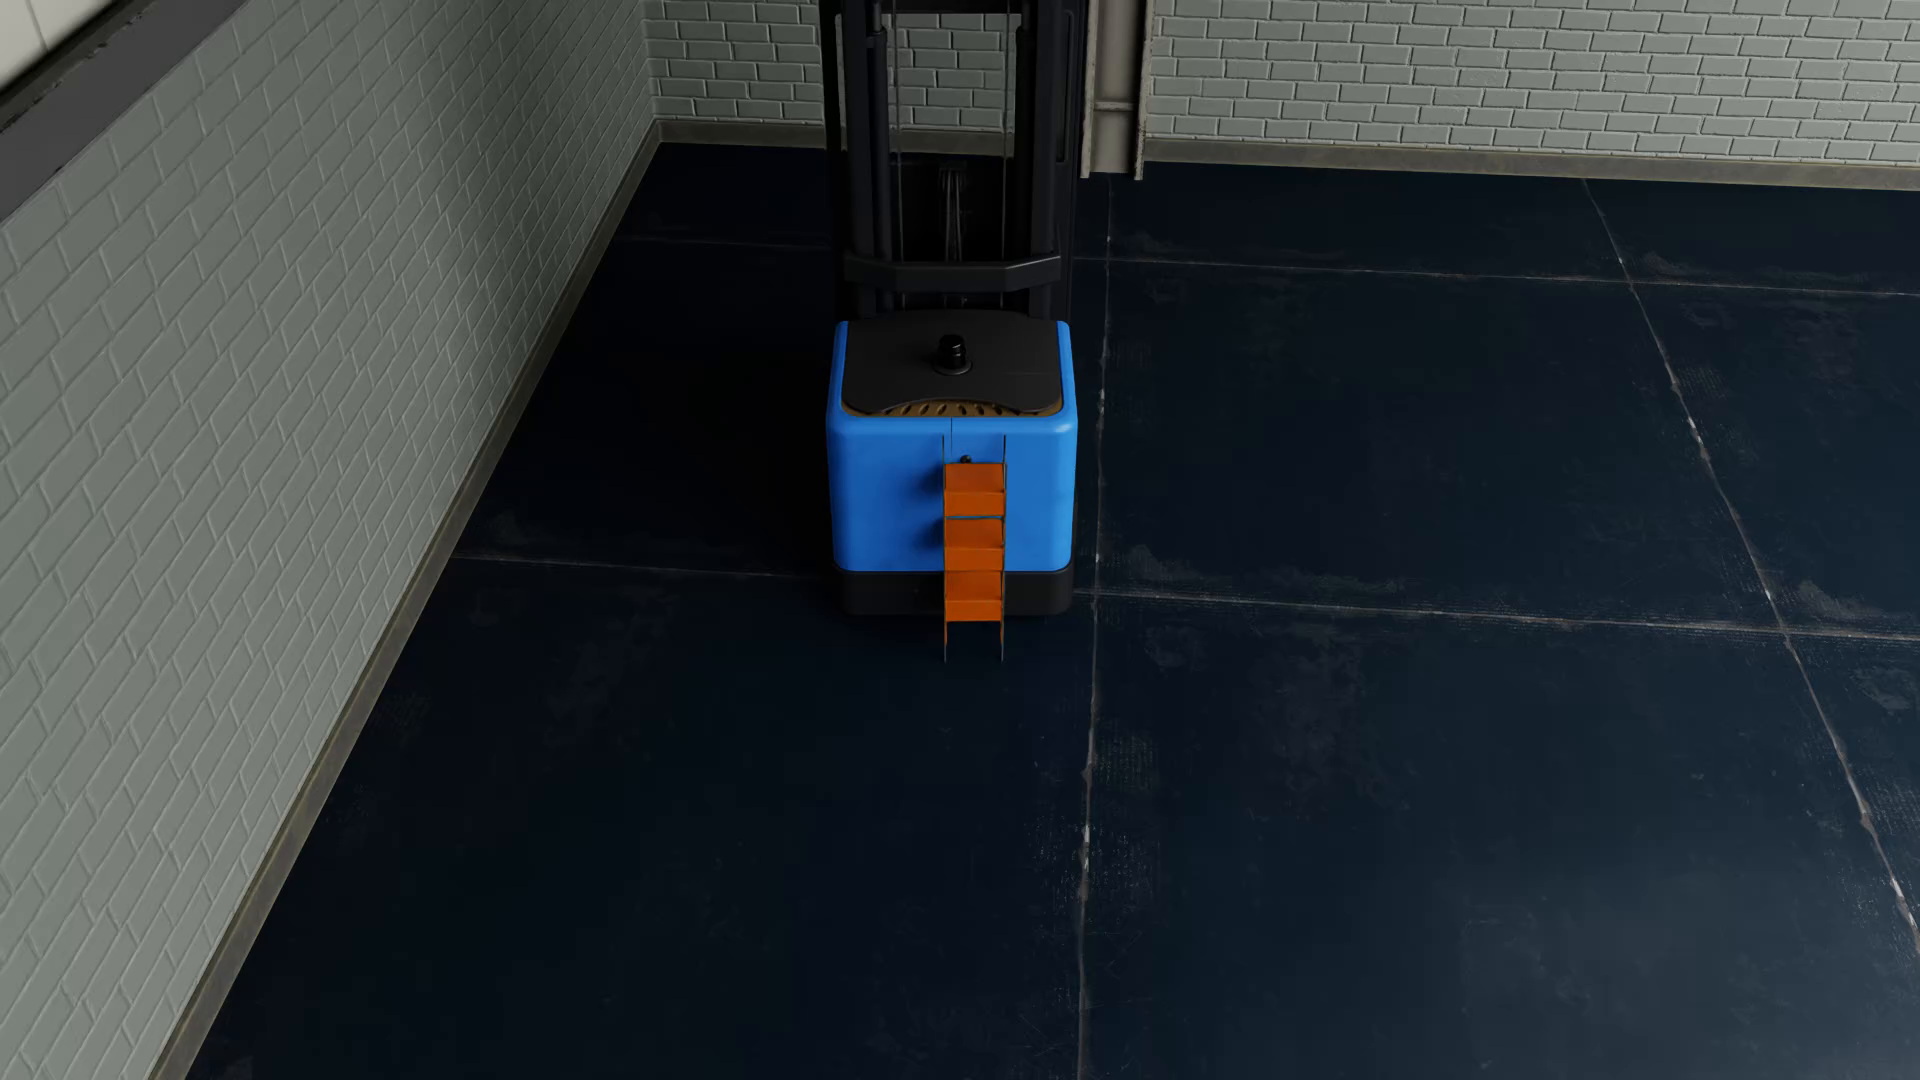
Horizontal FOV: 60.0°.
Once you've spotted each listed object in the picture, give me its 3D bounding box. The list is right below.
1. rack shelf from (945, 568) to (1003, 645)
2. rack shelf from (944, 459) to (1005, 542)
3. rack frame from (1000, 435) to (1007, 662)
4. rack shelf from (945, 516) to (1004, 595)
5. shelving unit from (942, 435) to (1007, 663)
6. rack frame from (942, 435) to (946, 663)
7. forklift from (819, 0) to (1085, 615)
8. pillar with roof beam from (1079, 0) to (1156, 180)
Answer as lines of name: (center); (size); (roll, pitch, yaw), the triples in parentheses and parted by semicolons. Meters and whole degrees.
rack shelf: (0.057, 0.277, 7.035); (0.240, 0.259, 0.215); (-1, 39, -1)
rack shelf: (0.057, -0.158, 6.680); (0.240, 0.259, 0.215); (-1, 39, -1)
rack frame: (0.179, 0.052, 6.854); (0.008, 1.050, 0.200); (-1, 39, -1)
rack shelf: (0.057, 0.062, 6.859); (0.240, 0.259, 0.215); (-1, 39, -1)
shelving unit: (0.057, 0.053, 6.853); (0.252, 1.050, 0.215); (-1, 39, -1)
rack frame: (-0.065, 0.055, 6.851); (0.008, 1.050, 0.200); (-1, 39, -1)
forklift: (-0.033, -1.708, 7.527); (1.130, 2.935, 3.031); (0, 39, 0)
pillar with roof beam: (0.601, -3.174, 4.522); (0.400, 9.000, 9.100); (3, 39, 4)
